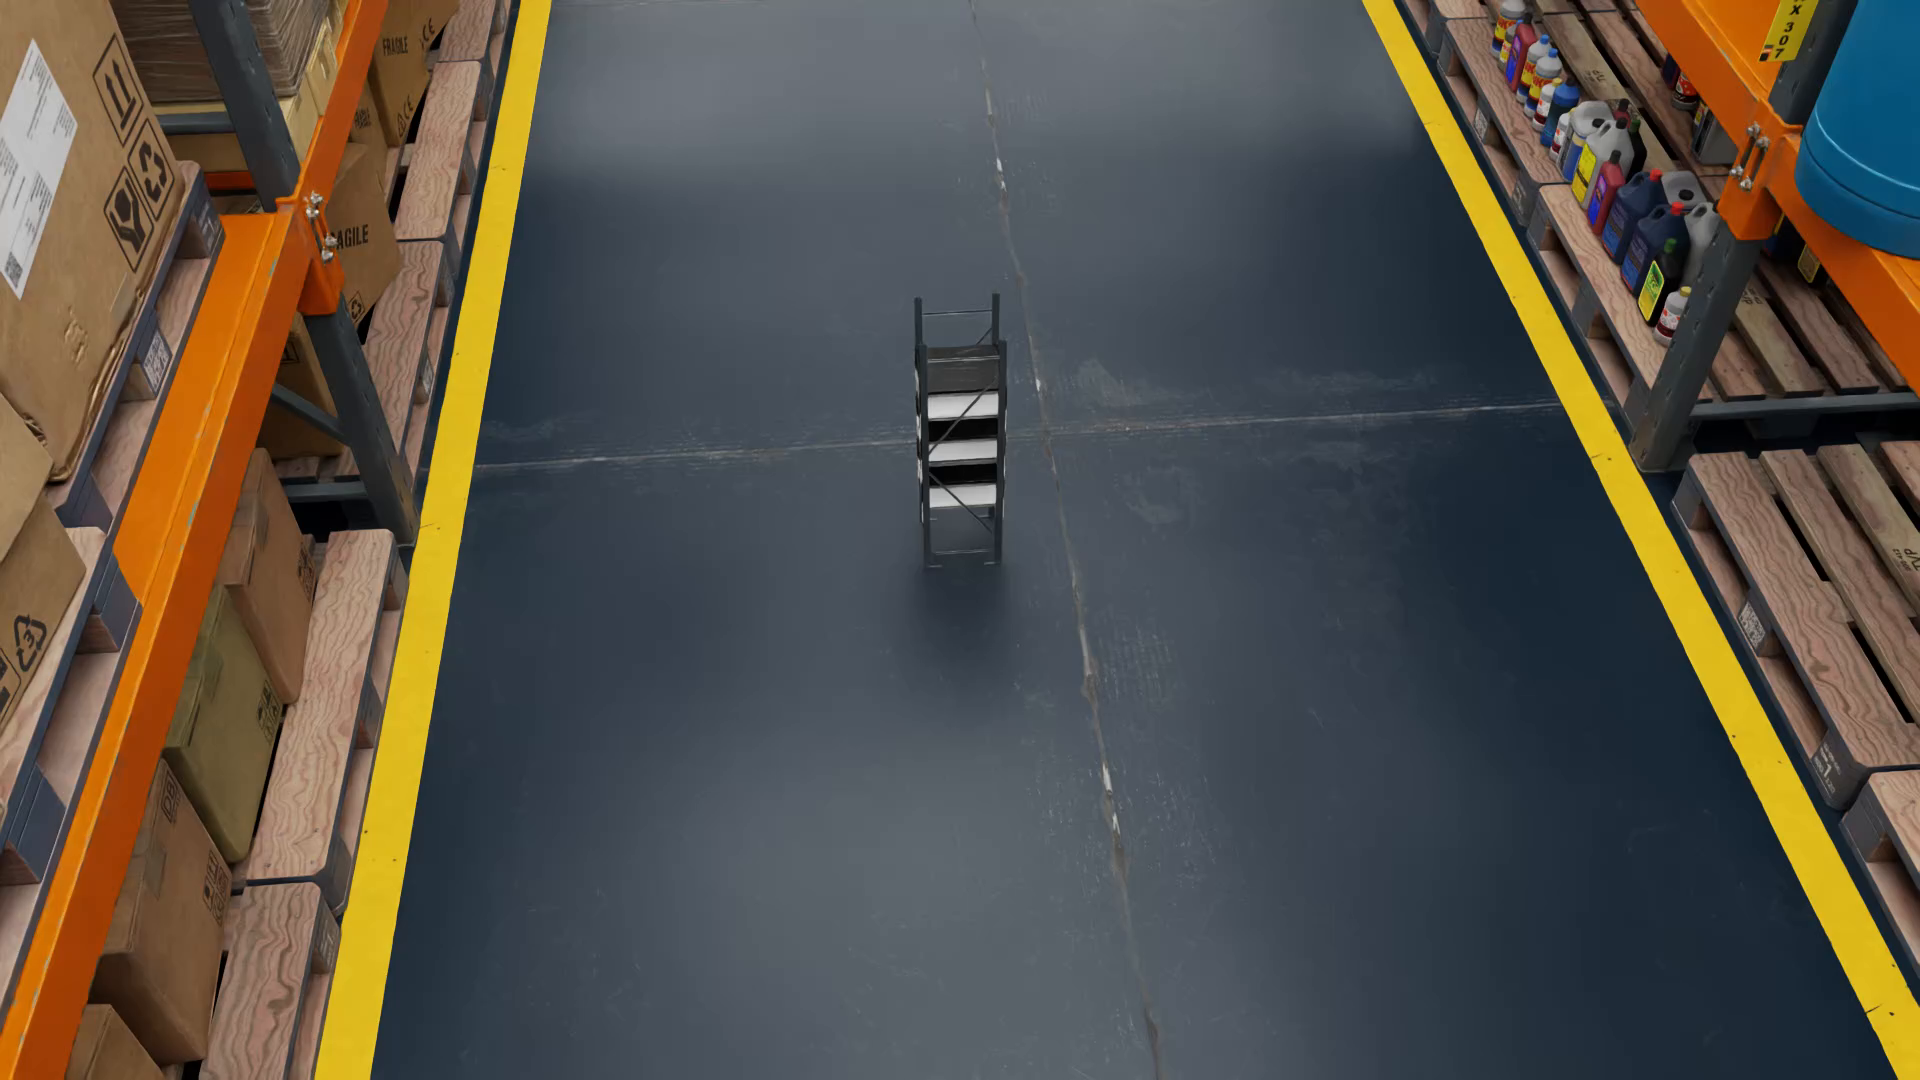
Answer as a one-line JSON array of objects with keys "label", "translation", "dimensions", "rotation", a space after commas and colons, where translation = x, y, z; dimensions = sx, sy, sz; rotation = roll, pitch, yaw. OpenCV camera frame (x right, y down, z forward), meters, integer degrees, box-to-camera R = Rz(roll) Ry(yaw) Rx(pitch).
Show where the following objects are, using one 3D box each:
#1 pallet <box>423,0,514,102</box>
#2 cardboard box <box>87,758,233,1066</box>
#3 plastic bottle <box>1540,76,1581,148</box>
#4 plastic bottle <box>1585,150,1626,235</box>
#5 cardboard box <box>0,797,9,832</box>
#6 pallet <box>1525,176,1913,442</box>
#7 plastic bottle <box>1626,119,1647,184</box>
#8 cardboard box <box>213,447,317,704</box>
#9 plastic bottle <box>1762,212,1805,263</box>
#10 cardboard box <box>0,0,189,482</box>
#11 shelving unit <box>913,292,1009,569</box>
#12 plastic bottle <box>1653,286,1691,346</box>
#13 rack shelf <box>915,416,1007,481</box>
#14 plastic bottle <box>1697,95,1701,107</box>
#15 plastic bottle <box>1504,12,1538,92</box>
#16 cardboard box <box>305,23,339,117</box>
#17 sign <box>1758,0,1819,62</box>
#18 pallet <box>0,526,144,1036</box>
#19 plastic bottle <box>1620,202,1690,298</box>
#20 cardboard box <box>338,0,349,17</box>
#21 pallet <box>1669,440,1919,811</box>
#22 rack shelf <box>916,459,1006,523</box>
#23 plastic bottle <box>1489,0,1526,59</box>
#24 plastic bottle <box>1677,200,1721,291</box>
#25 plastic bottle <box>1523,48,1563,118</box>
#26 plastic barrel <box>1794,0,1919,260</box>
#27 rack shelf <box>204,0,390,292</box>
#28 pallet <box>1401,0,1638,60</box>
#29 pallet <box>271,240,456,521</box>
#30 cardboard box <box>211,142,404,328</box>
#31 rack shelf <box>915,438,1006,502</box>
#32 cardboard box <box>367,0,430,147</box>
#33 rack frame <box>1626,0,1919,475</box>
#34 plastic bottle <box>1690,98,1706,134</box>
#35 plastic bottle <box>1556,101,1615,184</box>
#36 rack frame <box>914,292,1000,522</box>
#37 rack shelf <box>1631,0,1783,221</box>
[{"label": "pallet", "translation": [-2.509, -2.308, 7.291], "dimensions": [1.003, 0.211, 1.213], "rotation": [-3, 47, -3]}, {"label": "cardboard box", "translation": [-2.115, 0.887, 3.763], "dimensions": [0.700, 0.500, 0.500], "rotation": [-7, 47, -7]}, {"label": "plastic bottle", "translation": [2.282, -1.628, 6.302], "dimensions": [0.097, 0.271, 0.097], "rotation": [0, 47, 0]}, {"label": "plastic bottle", "translation": [2.310, -1.239, 5.925], "dimensions": [0.061, 0.283, 0.133], "rotation": [-1, 47, -1]}, {"label": "cardboard box", "translation": [-1.790, 0.557, 2.471], "dimensions": [0.500, 0.250, 0.500], "rotation": [-5, 47, -4]}, {"label": "pallet", "translation": [2.707, -0.849, 5.908], "dimensions": [1.003, 0.211, 1.213], "rotation": [-3, 47, -3]}, {"label": "plastic bottle", "translation": [2.438, -1.382, 6.061], "dimensions": [0.061, 0.283, 0.133], "rotation": [-3, 47, -3]}, {"label": "cardboard box", "translation": [-2.184, 0.136, 4.474], "dimensions": [0.700, 0.500, 0.500], "rotation": [-7, 47, -6]}, {"label": "plastic bottle", "translation": [2.924, -1.160, 5.804], "dimensions": [0.144, 0.351, 0.185], "rotation": [-3, 47, -3]}, {"label": "cardboard box", "translation": [-2.287, -0.785, 3.225], "dimensions": [1.000, 1.000, 1.000], "rotation": [-3, 47, -3]}, {"label": "shelving unit", "translation": [0.001, -0.304, 4.918], "dimensions": [0.258, 0.900, 0.210], "rotation": [-3, 47, -3]}, {"label": "plastic bottle", "translation": [2.381, -0.752, 5.520], "dimensions": [0.097, 0.201, 0.097], "rotation": [0, 47, 0]}, {"label": "rack shelf", "translation": [0.001, -0.281, 4.942], "dimensions": [0.258, 0.077, 0.200], "rotation": [-3, 47, -3]}, {"label": "plastic bottle", "translation": [2.983, -1.841, 6.501], "dimensions": [0.152, 0.276, 0.135], "rotation": [-5, 47, -4]}, {"label": "plastic bottle", "translation": [2.229, -1.935, 6.584], "dimensions": [0.061, 0.283, 0.133], "rotation": [-3, 47, -3]}, {"label": "cardboard box", "translation": [-1.940, -1.287, 4.576], "dimensions": [0.380, 0.149, 0.250], "rotation": [-3, 47, -3]}, {"label": "sign", "translation": [2.173, -1.389, 4.309], "dimensions": [0.100, 0.325, 0.005], "rotation": [-3, 47, -3]}, {"label": "pallet", "translation": [-2.085, 0.512, 2.831], "dimensions": [1.003, 0.211, 1.213], "rotation": [-3, 47, -3]}, {"label": "plastic bottle", "translation": [2.381, -1.008, 5.660], "dimensions": [0.144, 0.351, 0.185], "rotation": [-5, 47, -4]}, {"label": "cardboard box", "translation": [-2.019, -1.647, 4.917], "dimensions": [0.380, 0.149, 0.250], "rotation": [-3, 47, -3]}, {"label": "pallet", "translation": [2.826, 0.206, 4.910], "dimensions": [1.003, 0.211, 1.213], "rotation": [-3, 47, -3]}, {"label": "rack shelf", "translation": [0.001, -0.157, 5.073], "dimensions": [0.258, 0.077, 0.200], "rotation": [-3, 47, -3]}, {"label": "plastic bottle", "translation": [2.228, -2.095, 6.745], "dimensions": [0.097, 0.271, 0.097], "rotation": [0, 47, 0]}, {"label": "plastic bottle", "translation": [2.524, -1.017, 5.668], "dimensions": [0.144, 0.351, 0.185], "rotation": [-3, 47, -3]}, {"label": "plastic bottle", "translation": [2.265, -1.775, 6.441], "dimensions": [0.097, 0.271, 0.097], "rotation": [0, 47, 0]}, {"label": "plastic barrel", "translation": [2.452, -1.193, 3.969], "dimensions": [0.600, 0.901, 0.708], "rotation": [-3, 47, -3]}, {"label": "rack shelf", "translation": [-2.381, -2.218, 5.780], "dimensions": [1.077, 0.370, 4.000], "rotation": [-3, 47, -3]}, {"label": "pallet", "translation": [2.503, -2.614, 7.580], "dimensions": [1.003, 0.211, 1.213], "rotation": [-3, 47, -3]}, {"label": "pallet", "translation": [-2.305, -0.543, 5.619], "dimensions": [1.003, 0.211, 1.213], "rotation": [-3, 47, -3]}, {"label": "cardboard box", "translation": [-2.263, -1.009, 5.572], "dimensions": [0.500, 0.500, 0.500], "rotation": [10, 47, 9]}, {"label": "rack shelf", "translation": [0.001, -0.219, 5.007], "dimensions": [0.258, 0.077, 0.200], "rotation": [-3, 47, -3]}, {"label": "cardboard box", "translation": [-2.395, -1.860, 6.378], "dimensions": [0.500, 0.500, 0.500], "rotation": [0, 47, 0]}, {"label": "rack frame", "translation": [2.722, -1.319, 4.433], "dimensions": [1.000, 3.000, 0.127], "rotation": [-3, 47, -3]}, {"label": "plastic bottle", "translation": [2.884, -1.657, 6.378], "dimensions": [0.097, 0.201, 0.097], "rotation": [0, 47, 0]}, {"label": "plastic bottle", "translation": [2.328, -1.472, 6.152], "dimensions": [0.152, 0.276, 0.135], "rotation": [-3, 47, -3]}, {"label": "rack frame", "translation": [-0.008, -0.377, 4.987], "dimensions": [0.240, 0.900, 0.006], "rotation": [-3, 47, -3]}, {"label": "rack shelf", "translation": [2.554, -2.519, 6.065], "dimensions": [1.077, 0.370, 4.000], "rotation": [-3, 47, -3]}]
